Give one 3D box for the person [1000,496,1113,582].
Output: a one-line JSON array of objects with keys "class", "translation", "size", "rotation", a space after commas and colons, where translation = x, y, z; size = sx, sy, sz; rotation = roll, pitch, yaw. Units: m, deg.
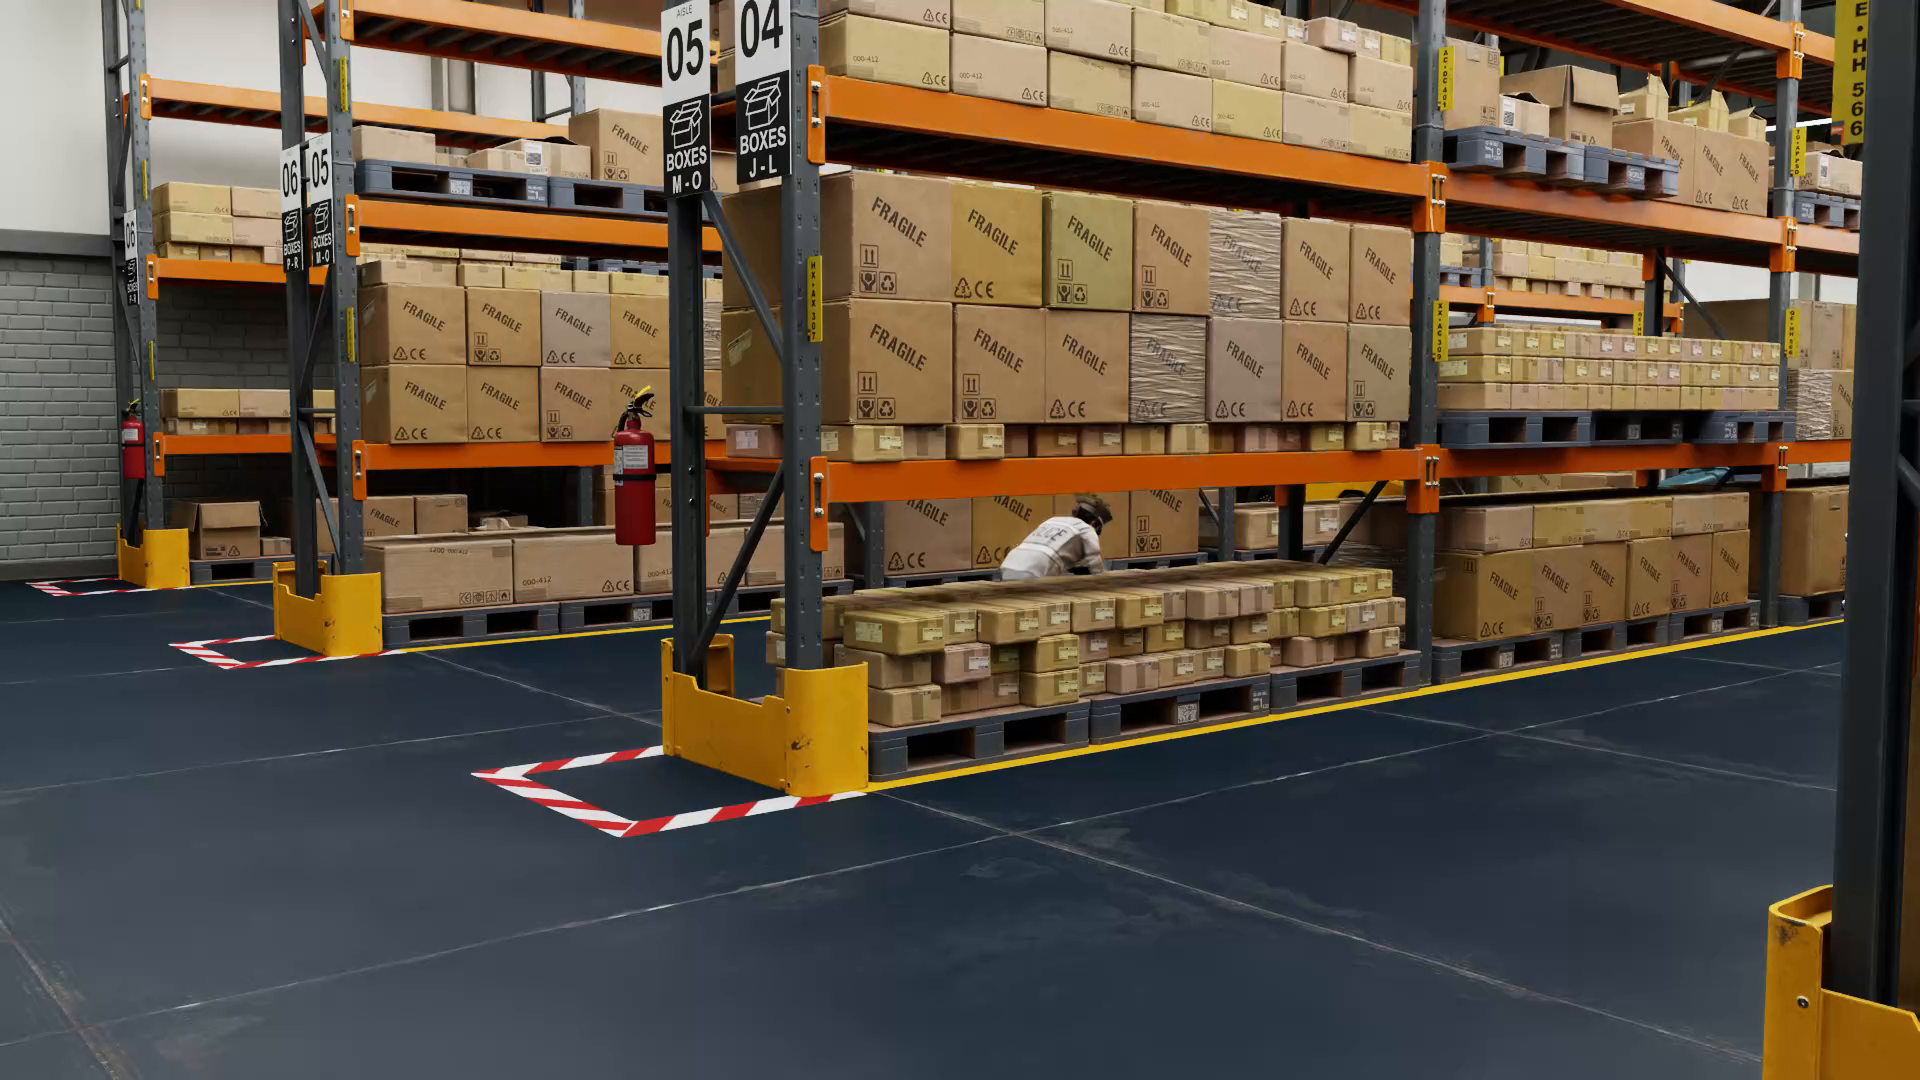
[{"class": "person", "translation": [0.610, 0.232, 10.205], "size": [0.845, 0.984, 0.489], "rotation": [-4, 6, -39]}]
